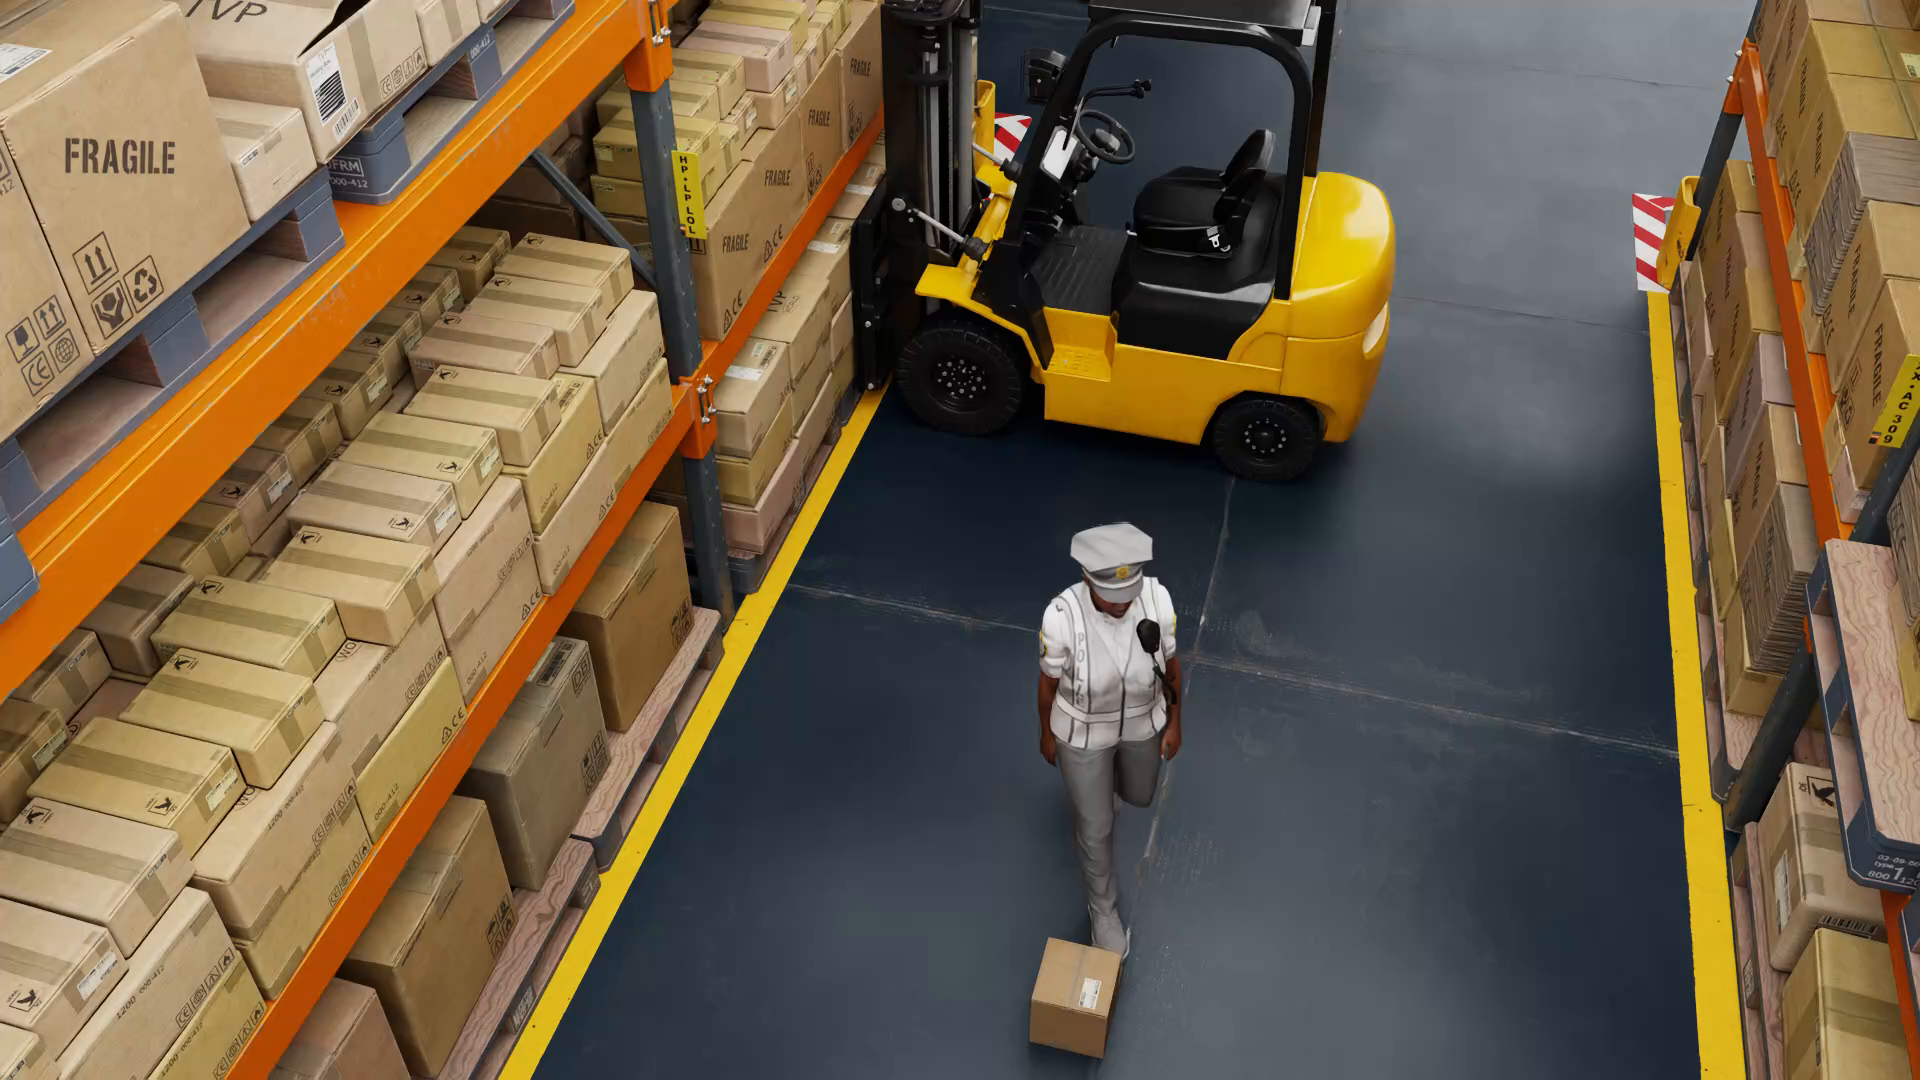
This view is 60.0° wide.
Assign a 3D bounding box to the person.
[{"bbox_3d":[0.485,0.587,5.475,0.471,1.646,0.792,-10,42,-12],"label":"person"}]
